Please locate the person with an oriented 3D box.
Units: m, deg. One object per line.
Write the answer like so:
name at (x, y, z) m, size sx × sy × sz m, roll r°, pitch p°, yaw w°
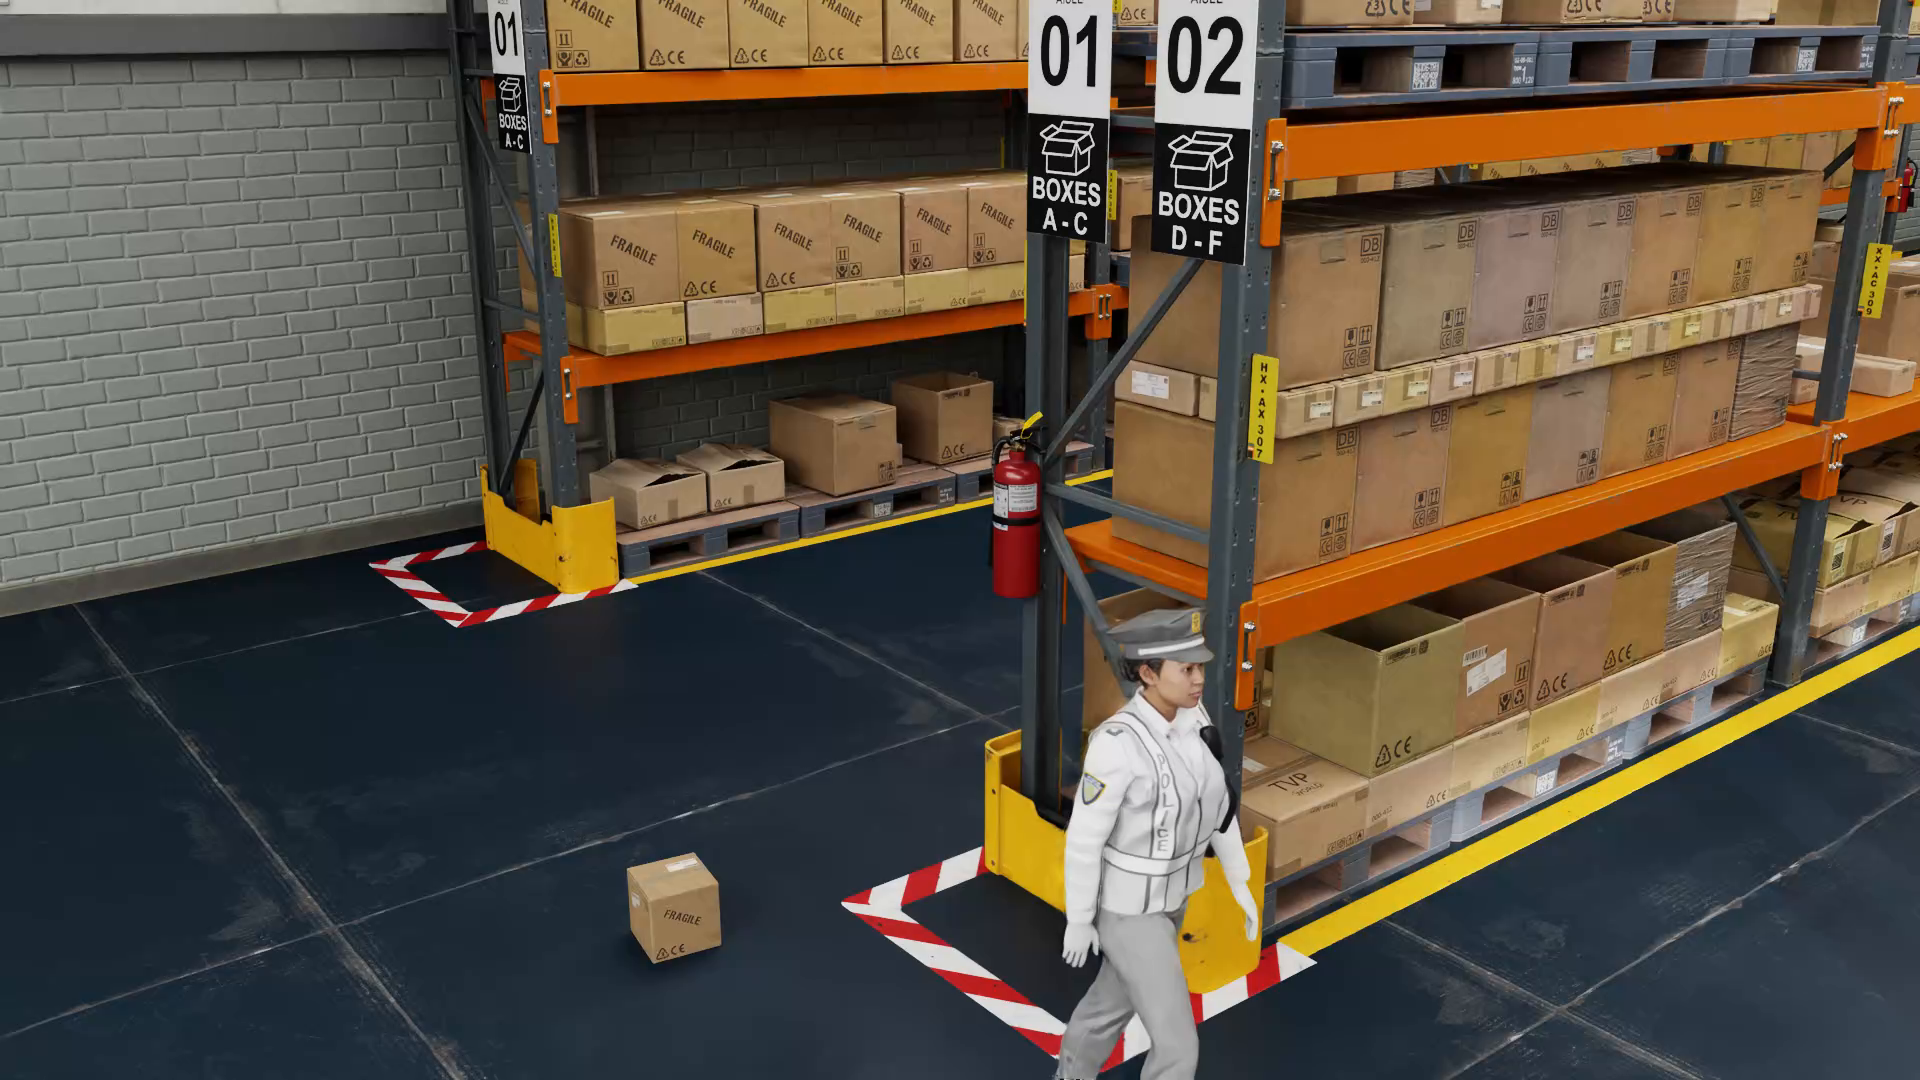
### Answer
person at (0.516, 0.990, 4.482) m, size 0.644 × 1.741 × 0.509 m, roll 12°, pitch 21°, yaw 33°
